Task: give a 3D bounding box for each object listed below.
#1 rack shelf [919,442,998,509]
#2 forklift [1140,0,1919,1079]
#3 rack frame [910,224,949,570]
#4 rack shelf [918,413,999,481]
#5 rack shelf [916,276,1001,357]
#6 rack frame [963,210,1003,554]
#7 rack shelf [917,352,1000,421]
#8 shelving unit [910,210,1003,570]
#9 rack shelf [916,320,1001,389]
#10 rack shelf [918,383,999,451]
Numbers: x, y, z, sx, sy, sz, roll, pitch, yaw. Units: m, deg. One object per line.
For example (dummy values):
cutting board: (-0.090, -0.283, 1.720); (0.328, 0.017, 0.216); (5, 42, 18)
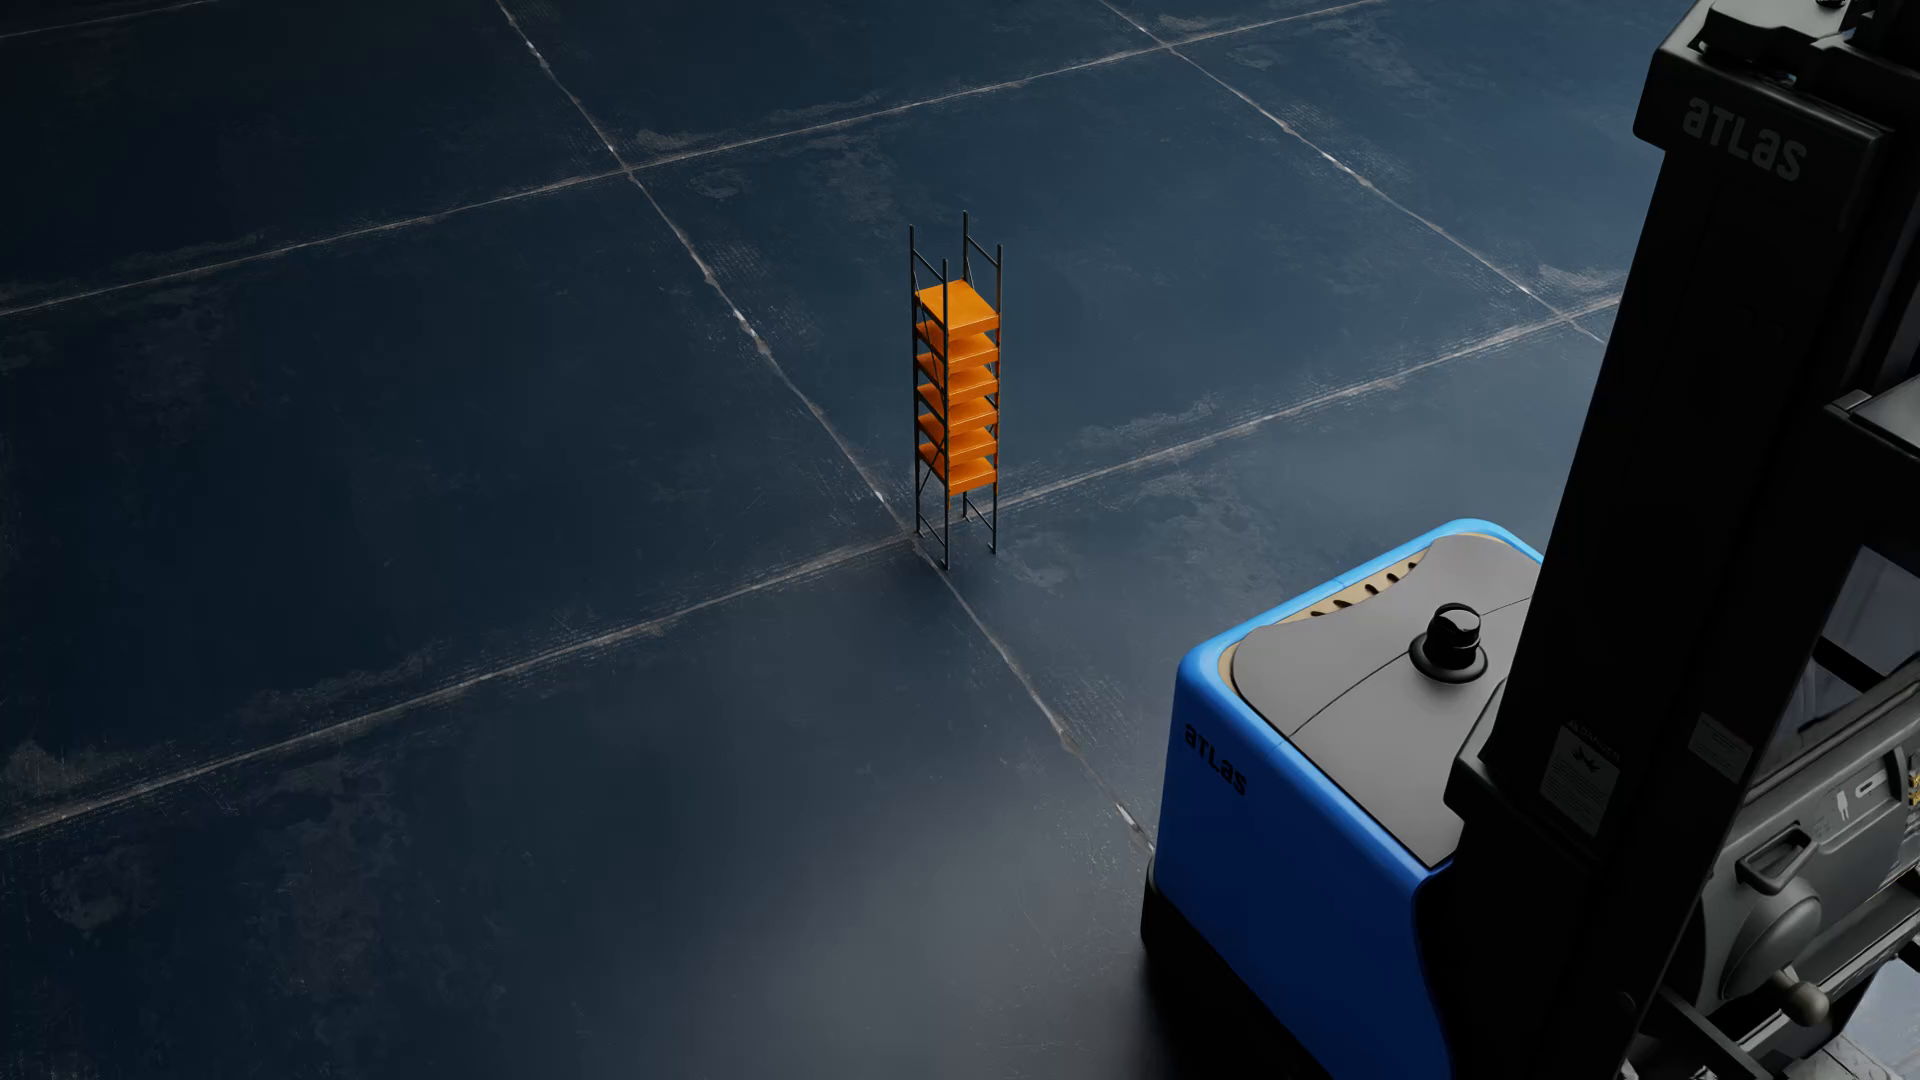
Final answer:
rack shelf: (-0.013, -0.237, 5.541); (0.180, 0.103, 0.258); (-19, 44, -21)
forklift: (1.706, 0.590, 2.784); (1.130, 2.935, 3.031); (-23, 45, -25)
rack frame: (-0.094, -0.426, 5.325); (0.006, 1.200, 0.240); (-19, 44, -21)
rack shelf: (-0.013, -0.328, 5.463); (0.180, 0.103, 0.258); (-19, 44, -21)
rack shelf: (-0.013, -0.694, 5.153); (0.180, 0.103, 0.258); (-19, 44, -21)
rack frame: (0.068, -0.481, 5.389); (0.006, 1.200, 0.240); (-19, 44, -21)
rack shelf: (-0.013, -0.511, 5.308); (0.180, 0.103, 0.258); (-19, 44, -21)
shelving unit: (-0.013, -0.454, 5.357); (0.189, 1.200, 0.258); (-19, 44, -21)
rack shelf: (-0.013, -0.603, 5.231); (0.180, 0.103, 0.258); (-19, 44, -21)
rack shelf: (-0.013, -0.420, 5.386); (0.180, 0.103, 0.258); (-19, 44, -21)
